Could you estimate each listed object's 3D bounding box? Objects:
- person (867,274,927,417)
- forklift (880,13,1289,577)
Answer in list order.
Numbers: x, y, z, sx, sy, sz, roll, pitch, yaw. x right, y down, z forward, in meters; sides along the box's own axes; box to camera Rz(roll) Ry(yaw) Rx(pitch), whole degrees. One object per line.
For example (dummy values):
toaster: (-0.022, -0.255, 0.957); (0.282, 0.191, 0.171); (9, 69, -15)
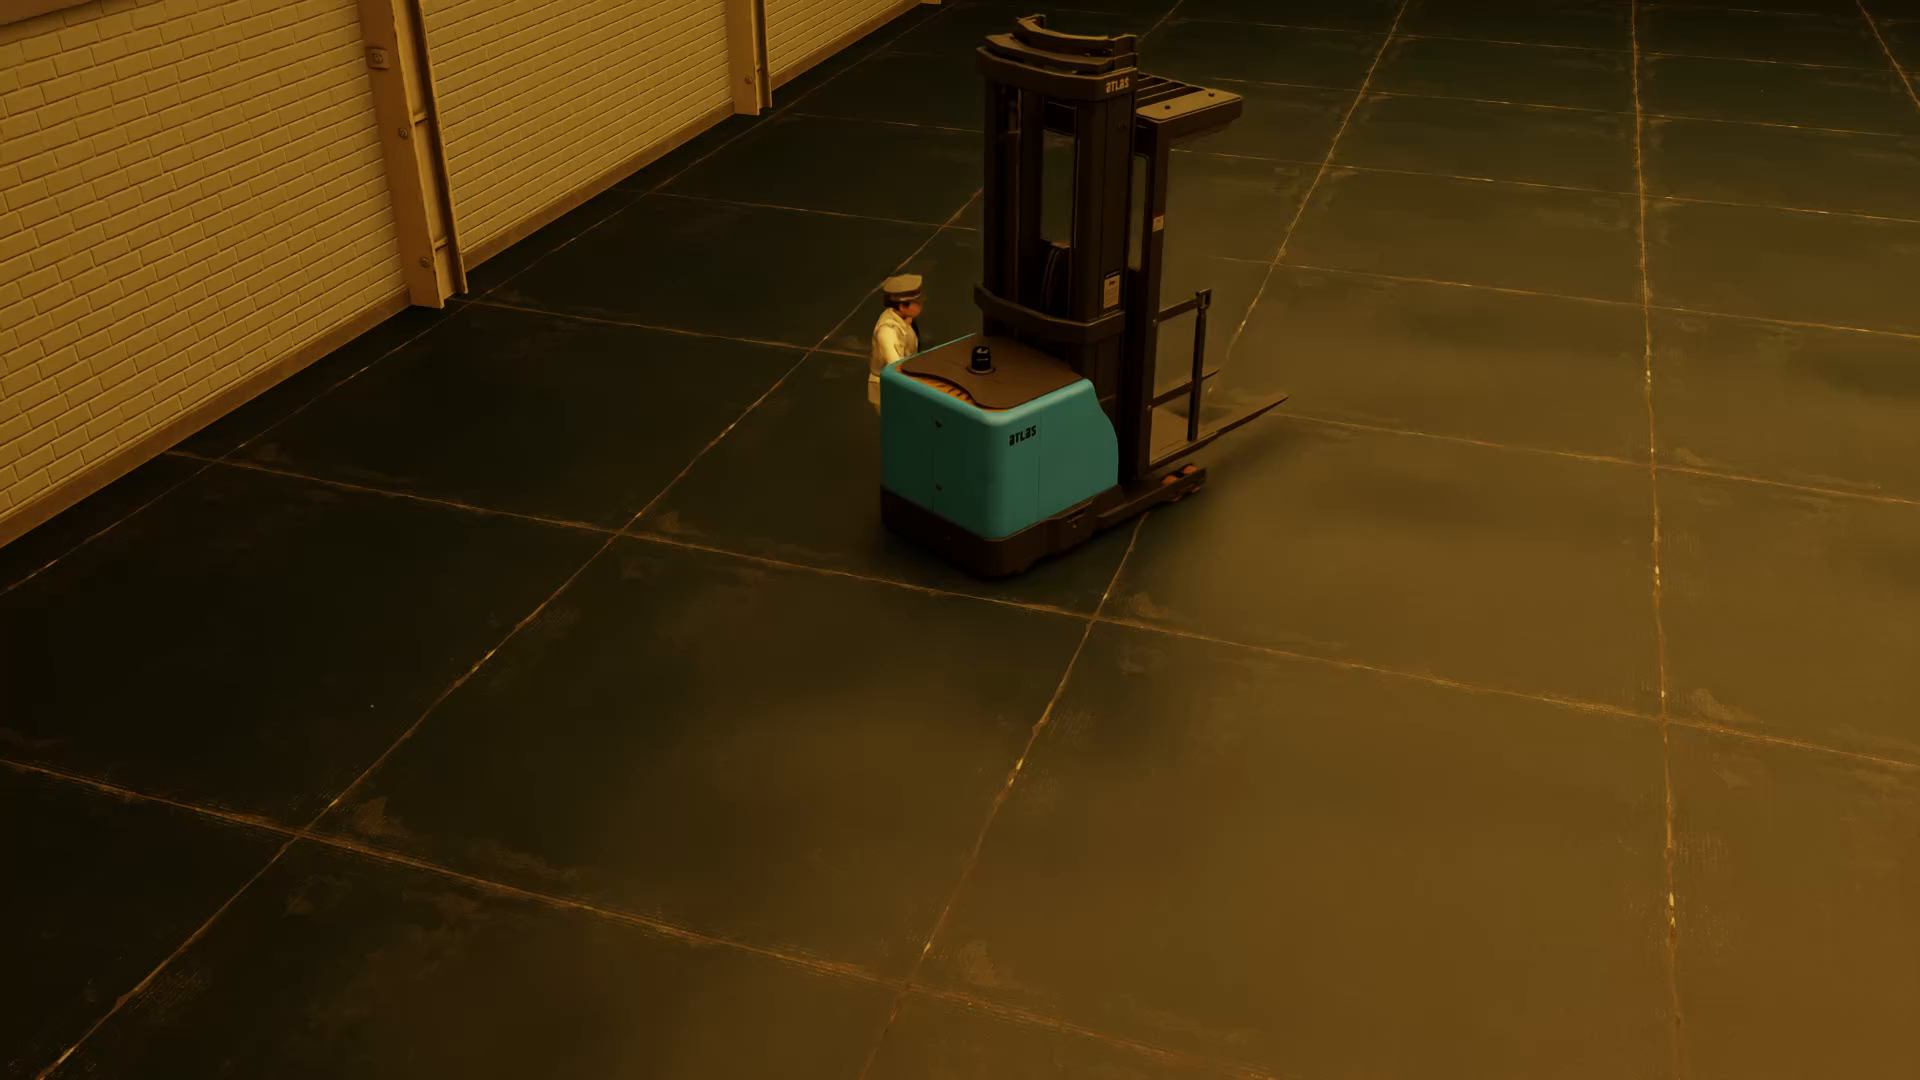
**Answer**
person: (-0.158, -0.922, 10.348); (0.829, 1.470, 0.740); (3, 30, 5)
forklift: (0.931, -1.679, 10.082); (3.031, 2.935, 1.130); (-25, 38, -37)
